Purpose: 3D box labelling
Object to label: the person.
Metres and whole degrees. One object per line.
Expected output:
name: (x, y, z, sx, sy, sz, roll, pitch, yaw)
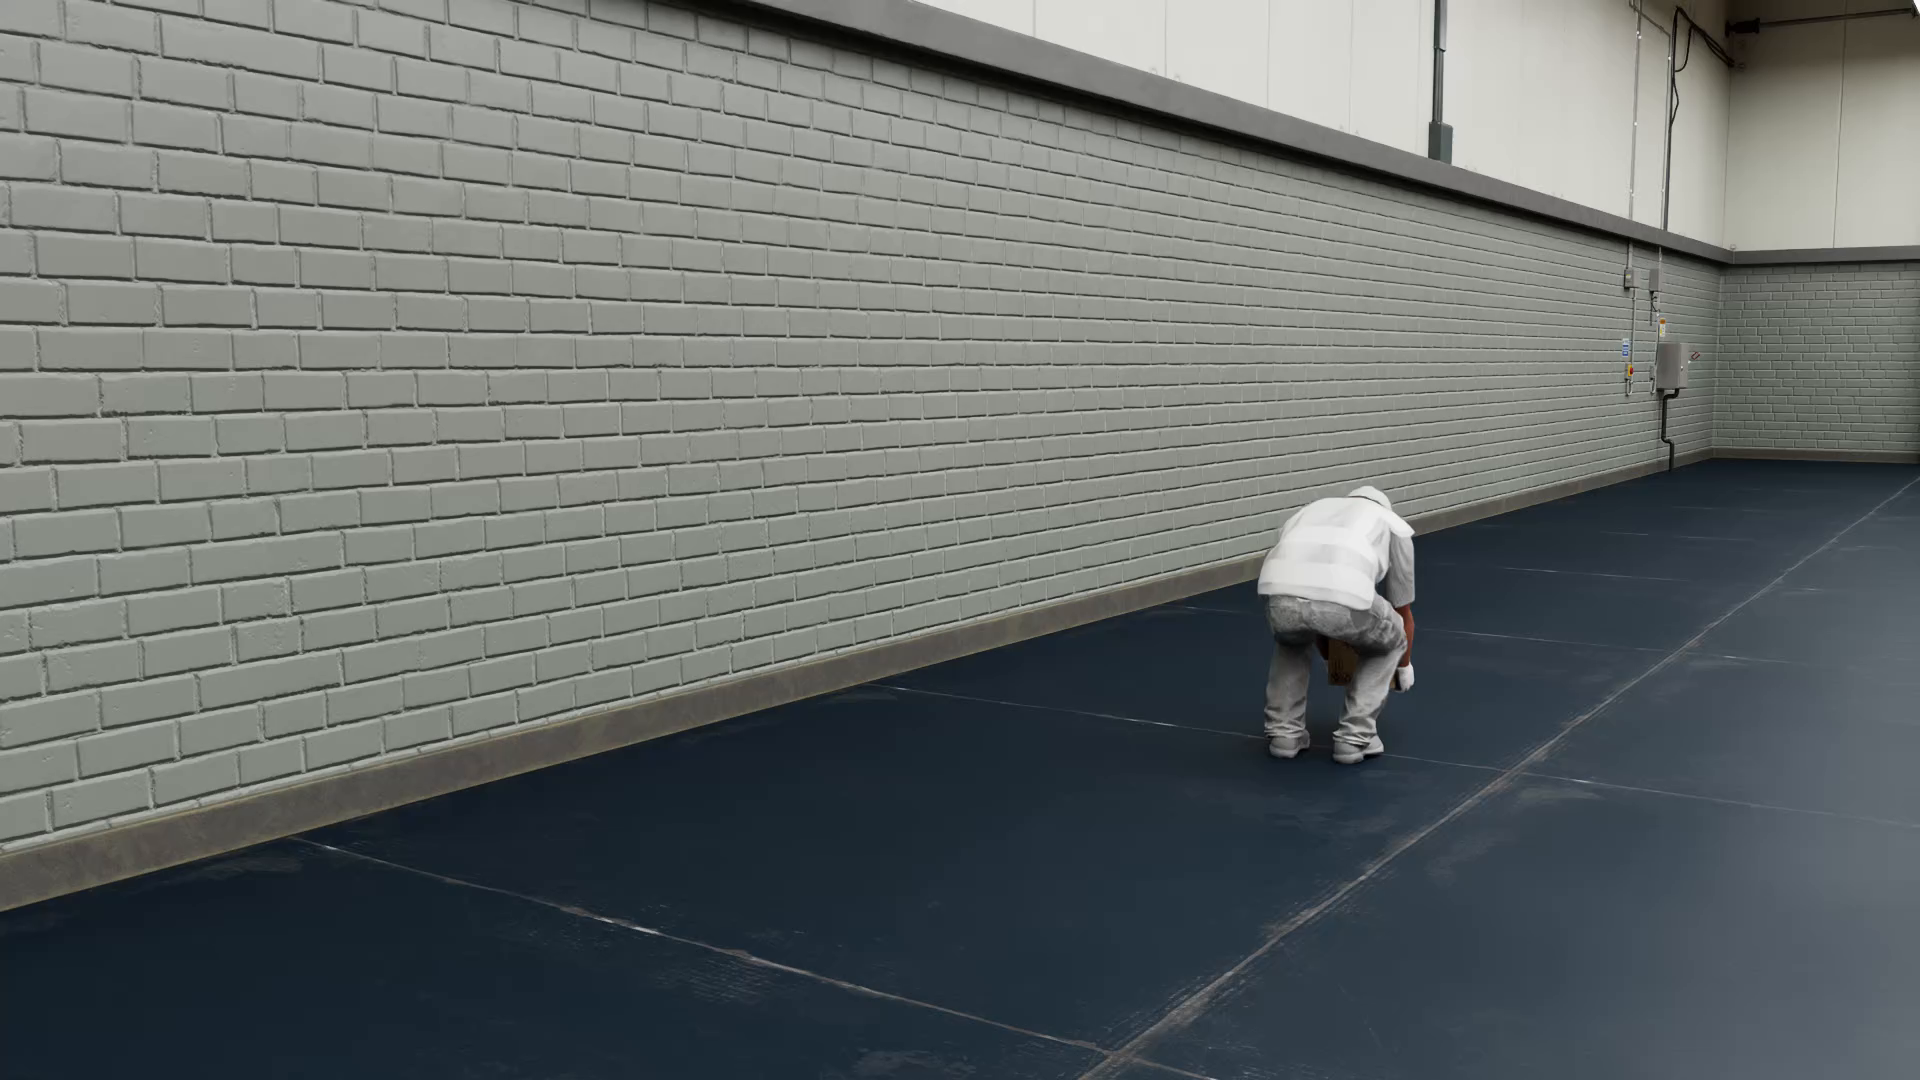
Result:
person: (1.448, 0.313, 6.415, 0.542, 0.995, 0.959, 4, 7, 31)
